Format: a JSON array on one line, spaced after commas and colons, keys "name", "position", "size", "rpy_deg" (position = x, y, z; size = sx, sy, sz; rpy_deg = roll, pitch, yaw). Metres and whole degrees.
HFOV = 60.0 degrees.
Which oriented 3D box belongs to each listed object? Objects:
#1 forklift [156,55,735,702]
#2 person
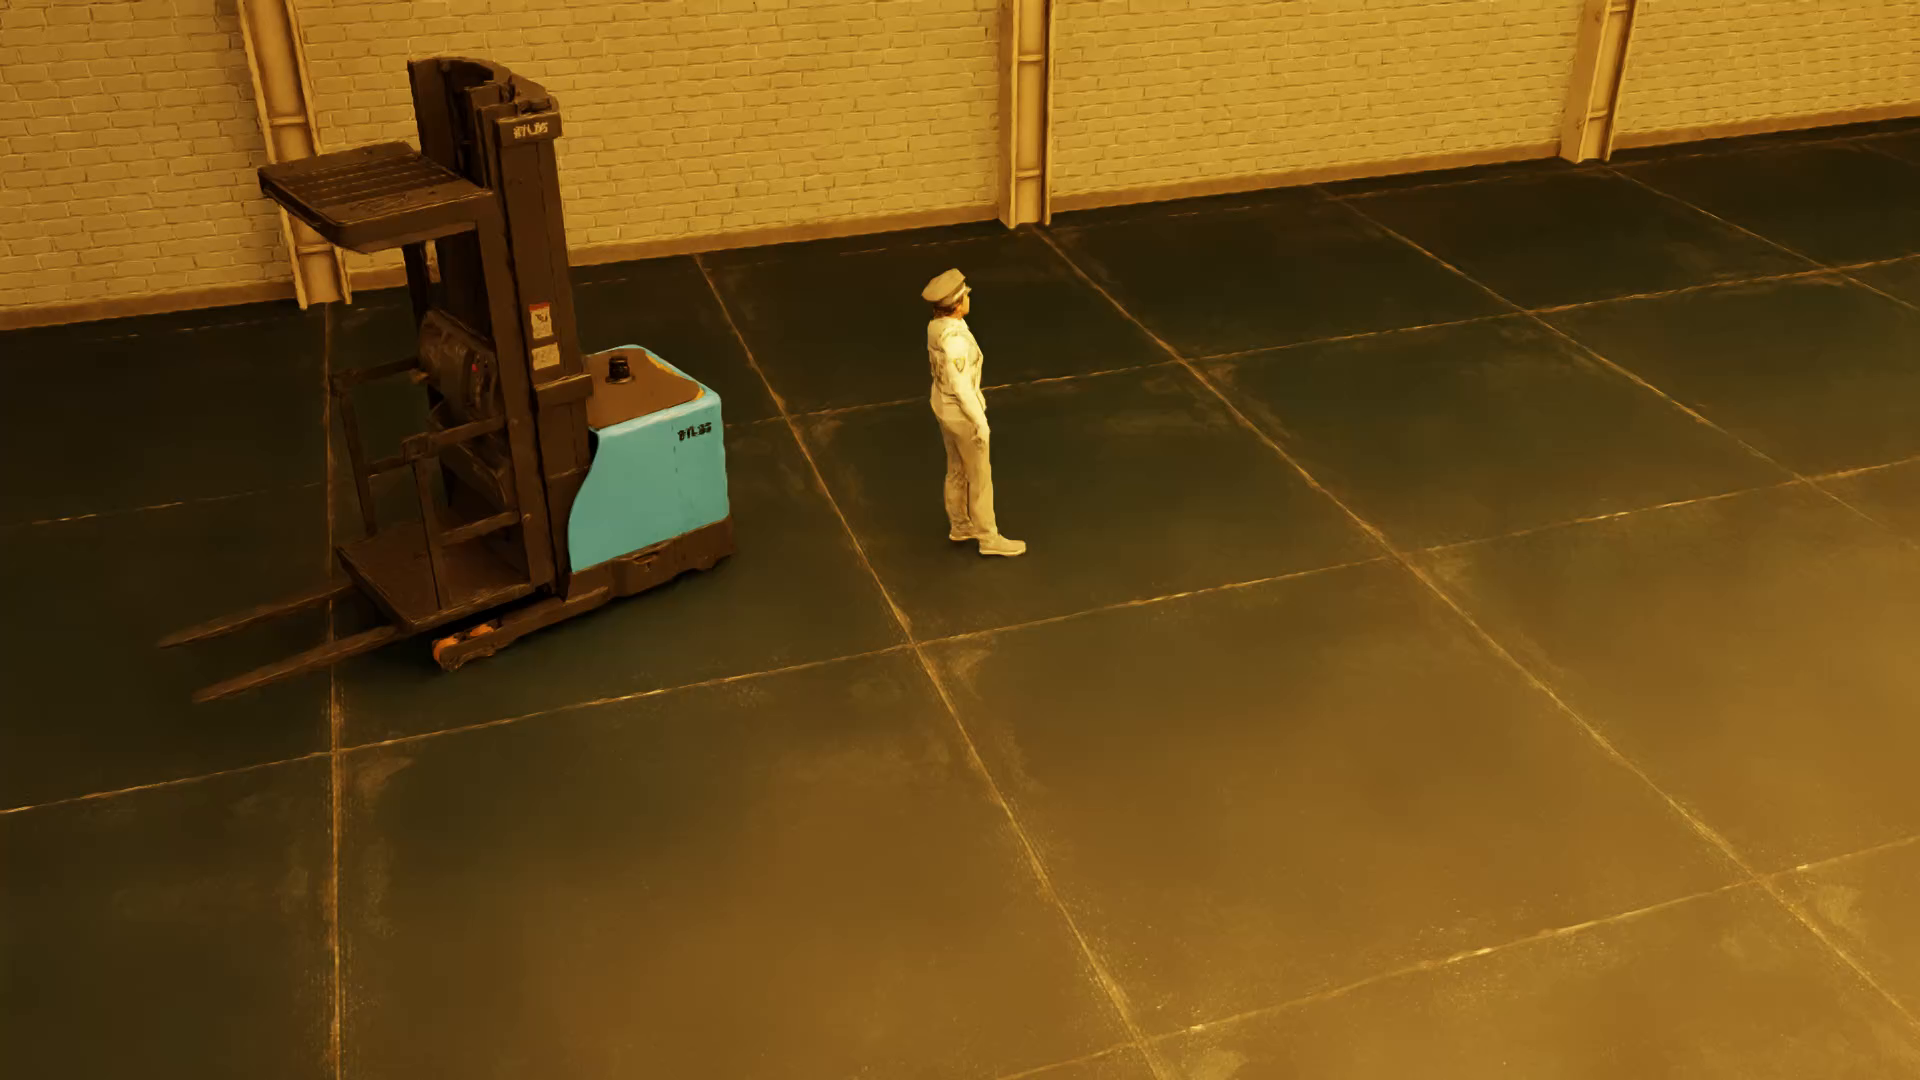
[{"name": "forklift", "position": [-2.793, -0.881, 8.619], "size": [3.031, 2.935, 1.130], "rpy_deg": [-22, 36, -33]}, {"name": "person", "position": [0.066, -0.749, 9.613], "size": [0.533, 1.695, 0.586], "rpy_deg": [-10, 31, -16]}]
